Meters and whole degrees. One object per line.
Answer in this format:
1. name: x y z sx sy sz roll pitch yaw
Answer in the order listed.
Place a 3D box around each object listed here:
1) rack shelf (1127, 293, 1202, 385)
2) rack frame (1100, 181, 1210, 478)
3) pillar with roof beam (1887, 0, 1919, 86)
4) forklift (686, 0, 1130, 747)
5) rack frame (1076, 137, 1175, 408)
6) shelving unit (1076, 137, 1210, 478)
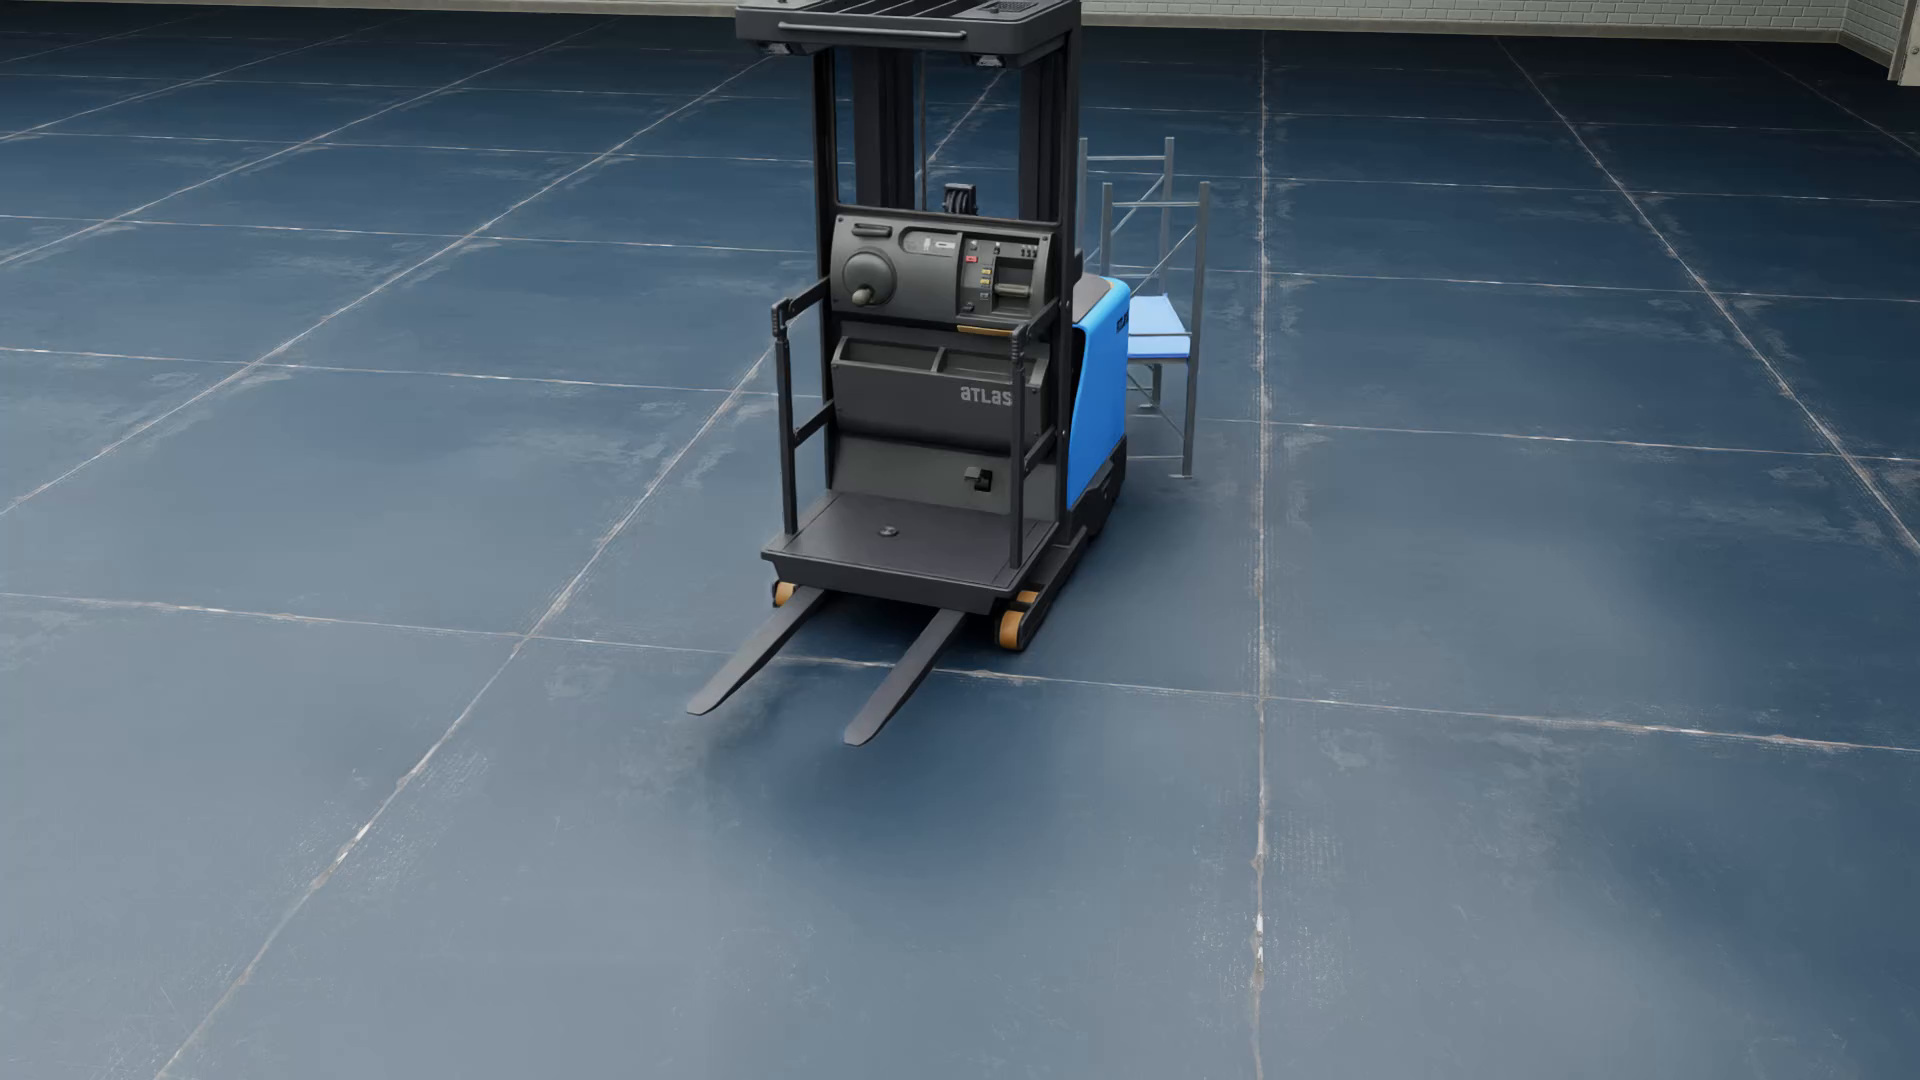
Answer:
1. rack shelf: 0.897 -1.048 8.645 0.538 0.185 1.000 -1 25 -2
2. rack frame: 0.921 -0.996 8.109 0.500 1.500 0.032 -1 25 -2
3. pillar with roof beam: 6.461 -9.542 17.522 9.100 9.000 0.400 4 25 9
4. forklift: -0.154 -1.071 6.581 1.130 2.935 3.031 9 26 18
5. rack frame: 0.873 -1.427 9.029 0.500 1.500 0.032 -1 25 -2
6. shelving unit: 0.897 -1.211 8.569 0.538 1.500 1.048 -1 25 -2
